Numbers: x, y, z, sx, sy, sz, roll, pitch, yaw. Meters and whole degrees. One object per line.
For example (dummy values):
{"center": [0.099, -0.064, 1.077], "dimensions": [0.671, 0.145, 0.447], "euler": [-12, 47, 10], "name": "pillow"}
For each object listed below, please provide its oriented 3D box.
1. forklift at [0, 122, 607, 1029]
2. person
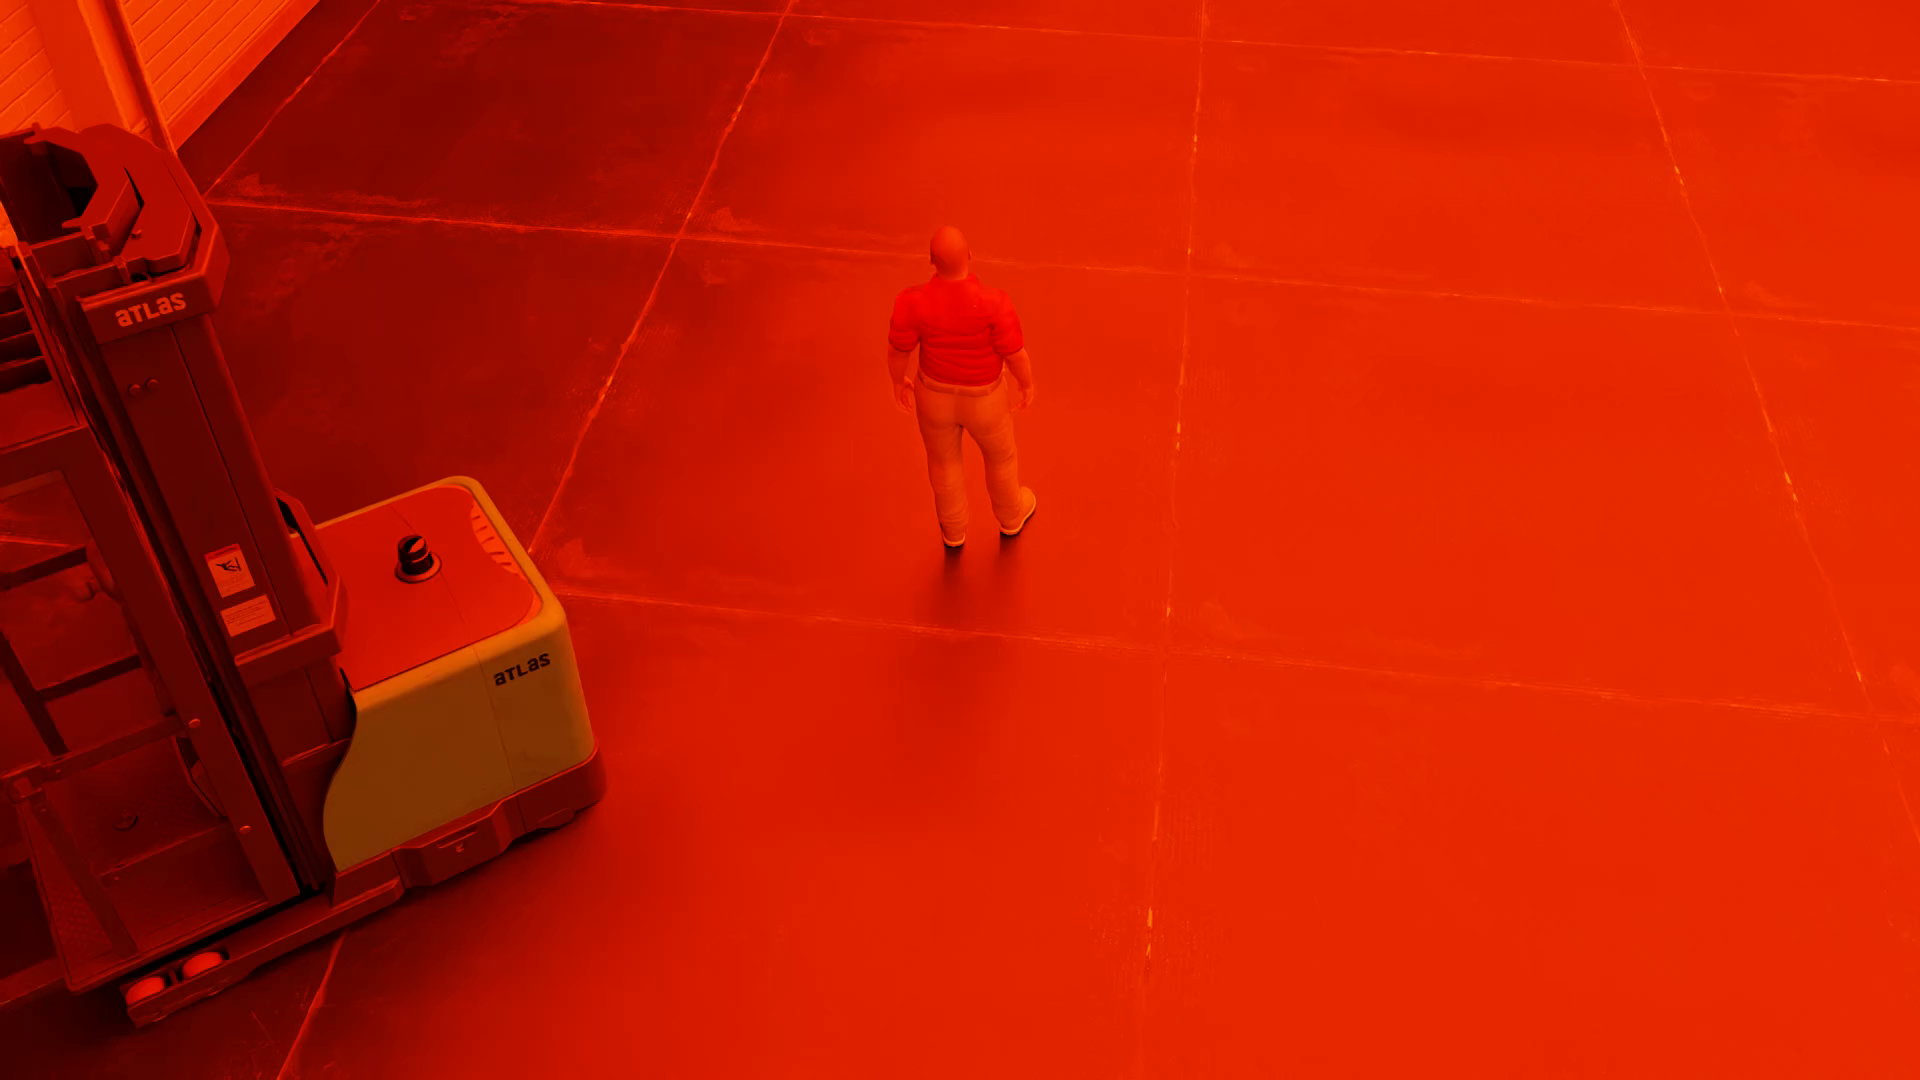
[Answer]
{"center": [-2.940, 0.246, 5.456], "dimensions": [3.031, 2.935, 1.130], "euler": [-24, 48, -24], "name": "forklift"}
{"center": [0.023, -0.701, 7.365], "dimensions": [0.642, 1.727, 0.550], "euler": [5, 43, 6], "name": "person"}
